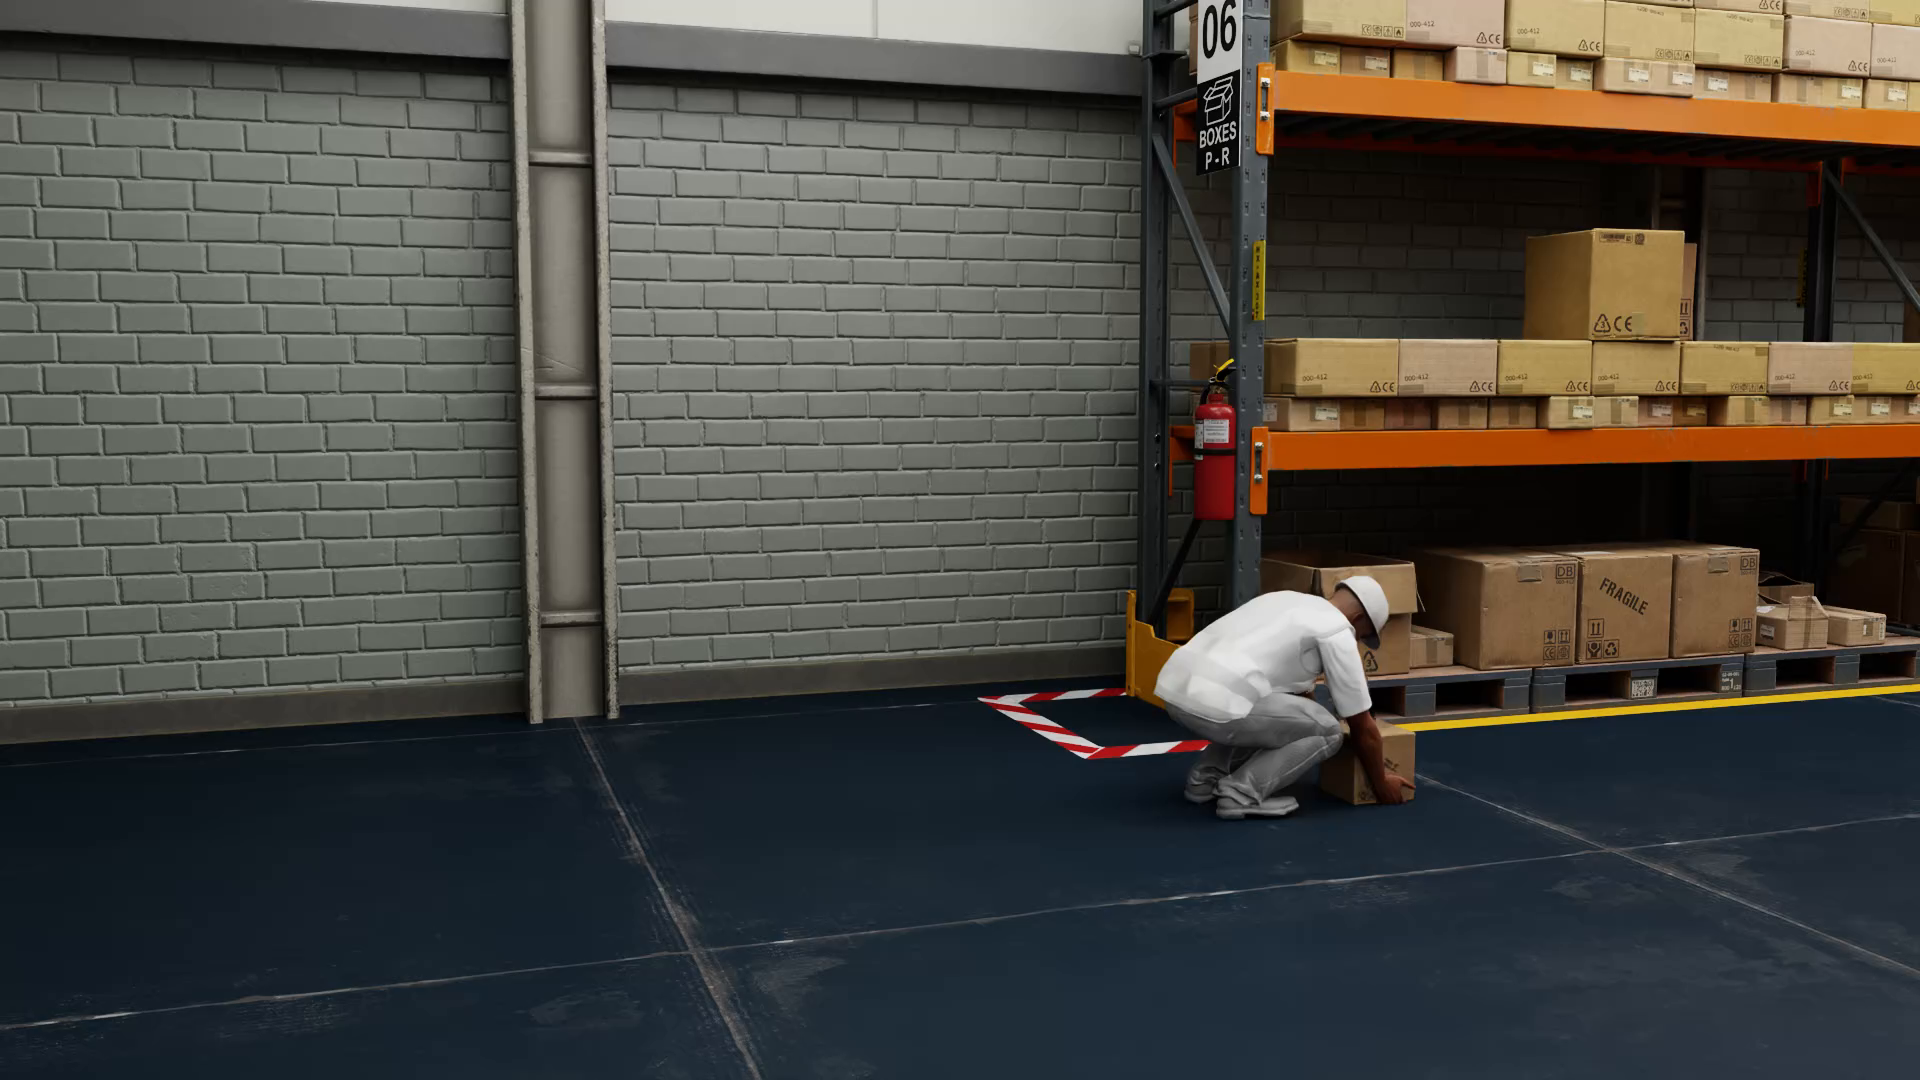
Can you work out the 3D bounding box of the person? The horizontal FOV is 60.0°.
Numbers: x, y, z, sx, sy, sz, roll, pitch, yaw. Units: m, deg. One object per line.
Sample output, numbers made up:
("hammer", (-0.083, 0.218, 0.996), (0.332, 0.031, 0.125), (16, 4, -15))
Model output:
("person", (1.050, 0.083, 5.931), (0.587, 1.758, 0.503), (-2, 6, -17))
